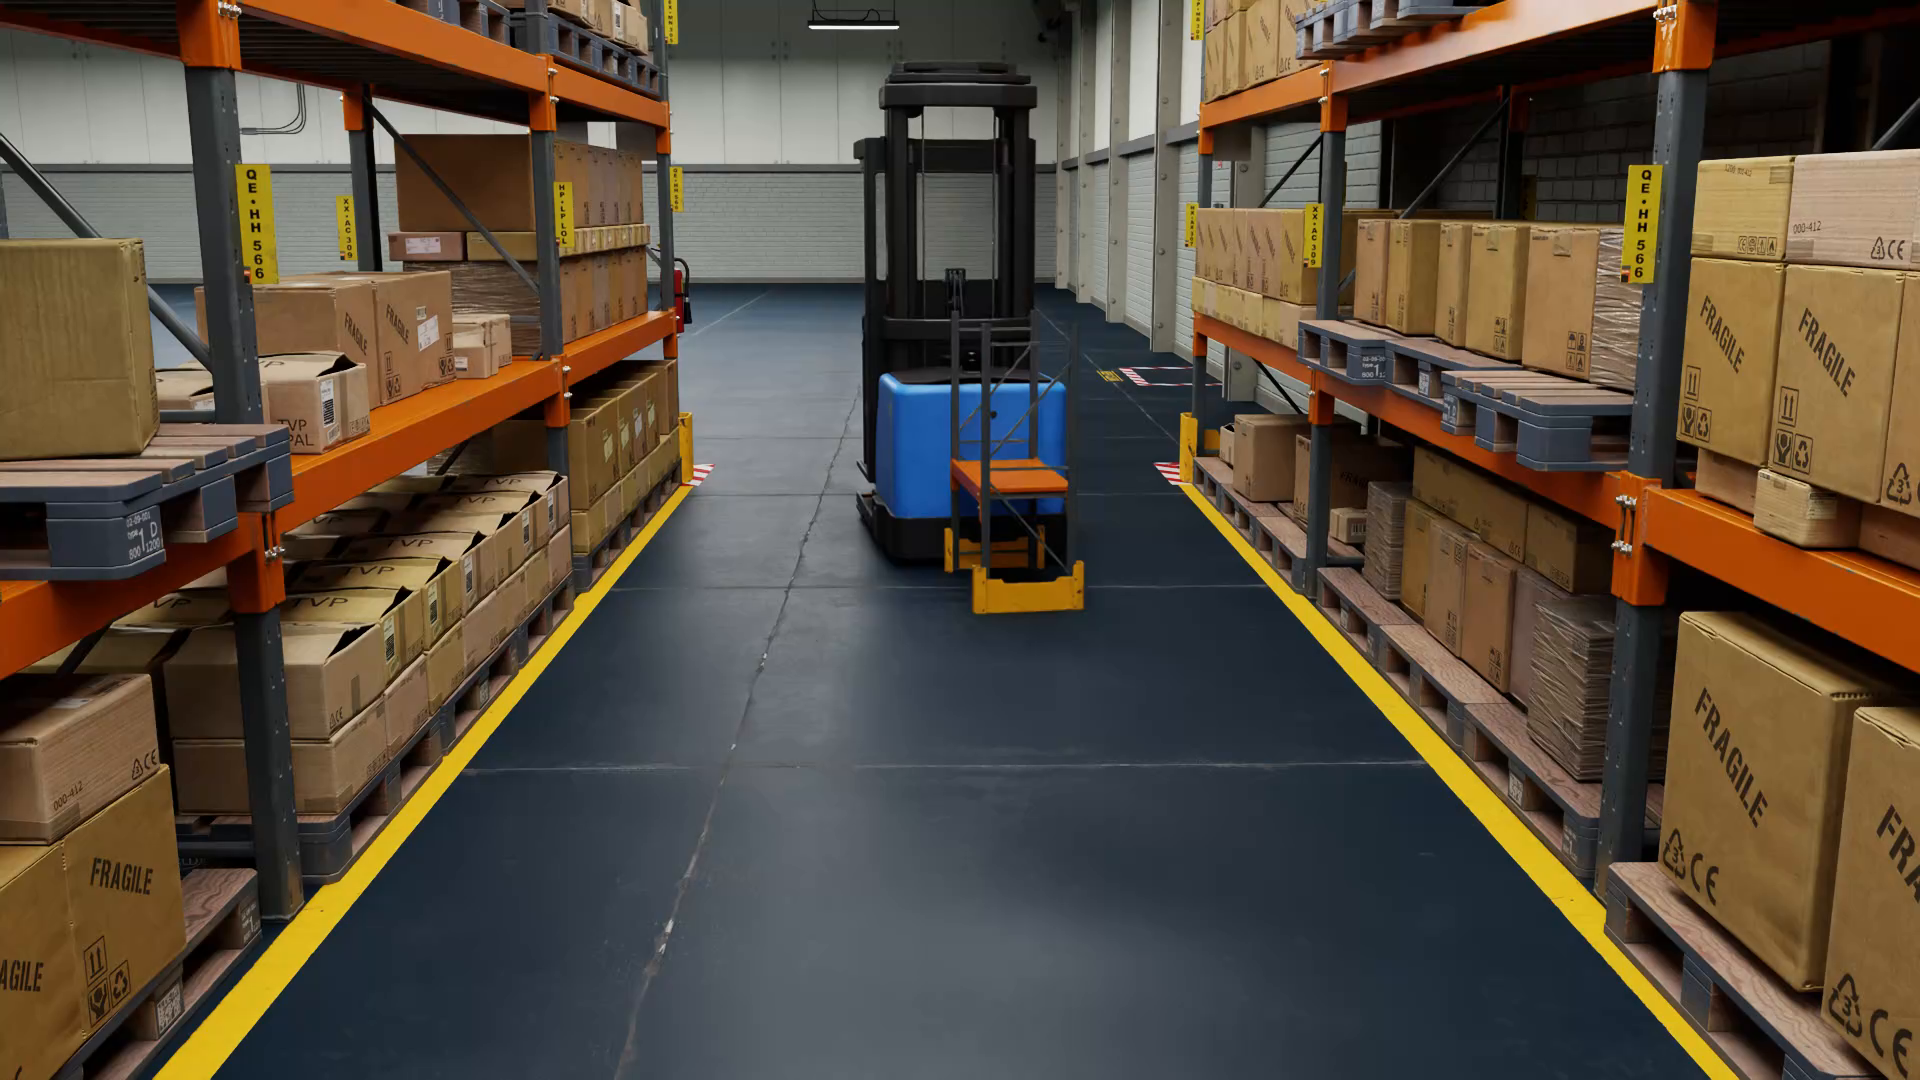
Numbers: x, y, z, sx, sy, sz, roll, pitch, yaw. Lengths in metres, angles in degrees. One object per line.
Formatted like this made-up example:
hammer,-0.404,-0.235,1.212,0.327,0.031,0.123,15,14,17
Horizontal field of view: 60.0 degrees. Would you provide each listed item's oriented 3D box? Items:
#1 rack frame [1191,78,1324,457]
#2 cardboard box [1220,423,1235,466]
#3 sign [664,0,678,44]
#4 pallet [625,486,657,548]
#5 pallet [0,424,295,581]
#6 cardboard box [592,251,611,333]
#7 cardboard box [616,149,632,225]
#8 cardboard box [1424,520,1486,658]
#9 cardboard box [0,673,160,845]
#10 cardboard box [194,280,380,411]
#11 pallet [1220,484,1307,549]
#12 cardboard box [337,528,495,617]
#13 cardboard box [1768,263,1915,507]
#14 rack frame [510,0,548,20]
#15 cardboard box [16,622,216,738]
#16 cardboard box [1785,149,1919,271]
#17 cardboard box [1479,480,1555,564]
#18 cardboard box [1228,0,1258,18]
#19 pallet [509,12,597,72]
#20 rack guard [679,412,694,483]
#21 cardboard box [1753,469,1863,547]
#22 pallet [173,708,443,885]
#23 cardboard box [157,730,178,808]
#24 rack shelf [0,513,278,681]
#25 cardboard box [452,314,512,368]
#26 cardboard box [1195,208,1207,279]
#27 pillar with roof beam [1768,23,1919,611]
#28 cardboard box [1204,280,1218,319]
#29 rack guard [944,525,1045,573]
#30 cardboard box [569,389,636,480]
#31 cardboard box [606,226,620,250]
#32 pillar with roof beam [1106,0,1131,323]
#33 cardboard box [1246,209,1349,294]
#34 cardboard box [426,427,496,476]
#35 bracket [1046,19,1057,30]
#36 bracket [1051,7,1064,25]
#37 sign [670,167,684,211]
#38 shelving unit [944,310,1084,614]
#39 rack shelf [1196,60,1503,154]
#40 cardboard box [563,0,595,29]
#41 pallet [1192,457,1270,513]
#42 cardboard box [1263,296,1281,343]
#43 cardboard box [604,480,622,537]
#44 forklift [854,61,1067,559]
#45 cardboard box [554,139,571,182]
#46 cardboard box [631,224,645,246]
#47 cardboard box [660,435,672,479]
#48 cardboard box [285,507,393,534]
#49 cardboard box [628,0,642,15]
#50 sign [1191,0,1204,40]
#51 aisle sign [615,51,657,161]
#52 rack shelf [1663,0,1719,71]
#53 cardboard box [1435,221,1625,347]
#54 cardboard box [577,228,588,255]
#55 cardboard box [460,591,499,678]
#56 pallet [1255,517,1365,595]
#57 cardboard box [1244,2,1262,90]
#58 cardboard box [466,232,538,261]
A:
rack frame,2.294,-1.952,12.637,1.000,3.000,0.127,0,11,-1
cardboard box,2.219,-0.712,12.181,0.500,0.311,0.500,-2,12,-8
sign,-2.116,-3.796,12.152,0.100,0.325,0.005,0,11,-1
pallet,-2.578,-0.171,10.870,1.003,0.211,1.213,0,11,-1
pallet,-2.409,-0.112,4.051,1.213,0.211,1.003,0,11,-1
cardboard box,-2.627,-1.580,10.549,0.700,0.500,0.500,0,11,1
cardboard box,-2.644,-2.408,11.370,0.700,0.500,0.500,-1,11,-3
cardboard box,2.440,0.203,7.196,0.700,0.500,0.500,0,11,-1
cardboard box,-2.234,0.497,3.858,0.500,0.250,0.500,0,11,1
cardboard box,-2.544,-0.723,6.329,0.500,0.500,0.500,-1,11,-4
pallet,2.300,-0.167,10.851,1.003,0.211,1.213,0,11,-1
cardboard box,-2.249,0.113,6.908,0.500,0.311,0.500,0,11,-2
cardboard box,2.215,-0.365,3.763,0.500,0.500,0.500,0,11,1
rack frame,-2.576,-4.076,8.018,1.000,3.000,0.127,0,11,-1
cardboard box,-2.750,0.423,5.379,0.500,0.311,0.500,0,11,0
cardboard box,2.223,-0.736,3.706,0.500,0.250,0.500,0,11,-2
cardboard box,2.428,-0.079,6.697,0.500,0.250,0.500,0,11,-1
cardboard box,2.041,-3.692,10.851,0.500,0.500,0.500,0,11,0
pallet,-2.619,-2.732,9.160,1.003,0.211,1.213,0,11,-1
rack guard,-2.659,-0.711,12.805,1.175,0.500,0.348,0,11,-1
cardboard box,2.152,-0.079,3.985,0.380,0.149,0.250,0,11,1
pallet,-2.471,0.862,5.779,1.003,0.211,1.213,0,11,-1
cardboard box,-2.748,0.697,5.437,0.500,0.250,0.500,0,11,0
rack shelf,-2.452,0.409,2.807,1.077,0.370,4.000,0,11,-1
cardboard box,-2.522,-0.965,8.147,0.500,0.250,0.500,0,11,2
cardboard box,2.004,-2.160,12.102,0.500,0.500,0.500,0,11,-1
pillar with roof beam,-1.007,-3.546,5.406,9.100,9.000,0.400,0,11,-1
cardboard box,2.012,-1.687,11.657,0.500,0.250,0.500,-1,11,-3
rack guard,0.201,0.053,9.670,0.587,0.250,0.087,-2,12,-9
cardboard box,-2.293,-0.654,10.212,0.500,0.500,0.500,0,11,-1
cardboard box,-2.432,-1.965,10.820,0.380,0.149,0.250,0,11,0
pillar with roof beam,-1.503,-8.317,28.922,9.100,9.000,0.400,0,11,-1
cardboard box,2.042,-1.753,10.096,0.500,0.500,0.500,-1,11,-3
cardboard box,-2.802,-0.552,9.711,0.500,0.500,0.500,0,11,-1
bracket,2.207,-12.400,39.996,0.235,0.232,0.430,0,11,-1
bracket,2.261,-11.888,37.471,0.076,0.066,4.783,0,11,-1
sign,-2.116,-2.614,12.392,0.100,0.325,0.005,0,11,-1
shelving unit,0.279,-0.462,9.064,0.587,1.500,1.083,-2,12,-9
rack shelf,2.336,-2.672,10.451,1.077,0.370,4.000,0,11,-1
cardboard box,-2.334,-3.045,9.297,0.500,0.311,0.500,-1,12,-4
pallet,2.277,-0.409,12.043,1.003,0.211,1.213,0,11,-1
cardboard box,2.062,-1.285,9.677,0.500,0.250,0.500,0,11,-1
cardboard box,-2.287,-0.187,9.796,0.500,0.250,0.500,0,11,-1
forklift,-0.104,-1.567,10.909,1.130,2.935,3.031,-2,12,-9
cardboard box,-2.603,-2.009,9.405,0.700,0.500,0.500,0,11,-1
cardboard box,-2.453,-2.171,11.832,0.380,0.149,0.250,0,11,0
cardboard box,-2.330,-0.585,11.756,0.500,0.250,0.500,0,11,-1
cardboard box,-2.799,0.017,7.382,0.500,0.311,0.500,-1,11,-3
cardboard box,-2.651,-3.612,11.606,0.797,0.503,0.637,1,11,3
sign,1.752,-3.848,12.241,0.100,0.325,0.005,0,11,-1
aisle sign,-2.366,-3.219,12.345,0.394,0.787,0.004,0,11,-1
rack shelf,2.501,-1.082,2.612,1.077,0.370,4.000,0,11,-1
cardboard box,2.403,-1.078,6.973,0.700,0.500,0.500,1,12,7
cardboard box,-2.410,-1.760,9.808,0.380,0.149,0.250,-1,11,-3
cardboard box,-2.248,0.390,6.950,0.500,0.250,0.500,0,11,0
pallet,2.328,0.076,9.653,1.003,0.211,1.213,0,11,-1
cardboard box,2.074,-3.097,10.434,0.500,0.500,0.500,0,11,2
cardboard box,-2.388,-1.557,8.807,0.380,0.149,0.250,0,11,-1
